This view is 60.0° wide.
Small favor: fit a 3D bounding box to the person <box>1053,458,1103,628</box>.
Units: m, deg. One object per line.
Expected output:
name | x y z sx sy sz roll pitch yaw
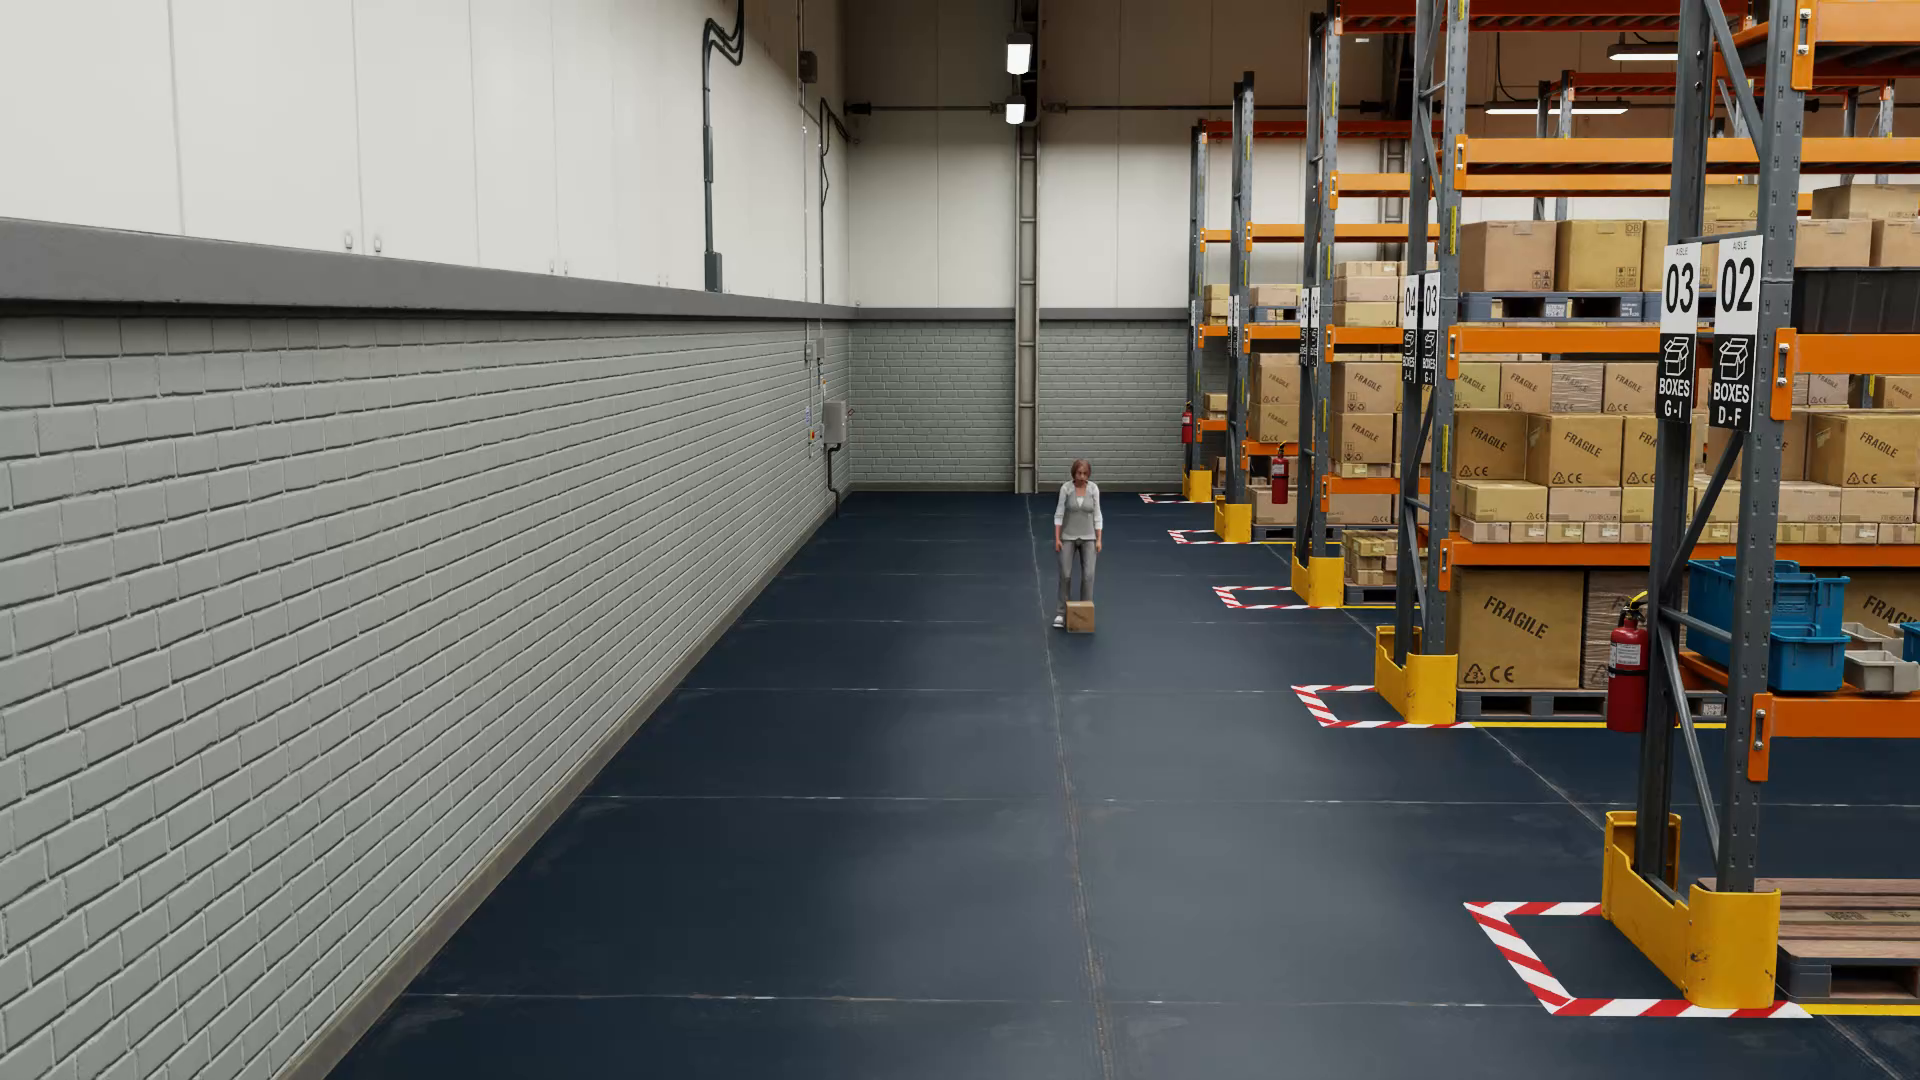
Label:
person | 1.112 0.025 15.639 0.467 1.590 0.376 0 7 -1
